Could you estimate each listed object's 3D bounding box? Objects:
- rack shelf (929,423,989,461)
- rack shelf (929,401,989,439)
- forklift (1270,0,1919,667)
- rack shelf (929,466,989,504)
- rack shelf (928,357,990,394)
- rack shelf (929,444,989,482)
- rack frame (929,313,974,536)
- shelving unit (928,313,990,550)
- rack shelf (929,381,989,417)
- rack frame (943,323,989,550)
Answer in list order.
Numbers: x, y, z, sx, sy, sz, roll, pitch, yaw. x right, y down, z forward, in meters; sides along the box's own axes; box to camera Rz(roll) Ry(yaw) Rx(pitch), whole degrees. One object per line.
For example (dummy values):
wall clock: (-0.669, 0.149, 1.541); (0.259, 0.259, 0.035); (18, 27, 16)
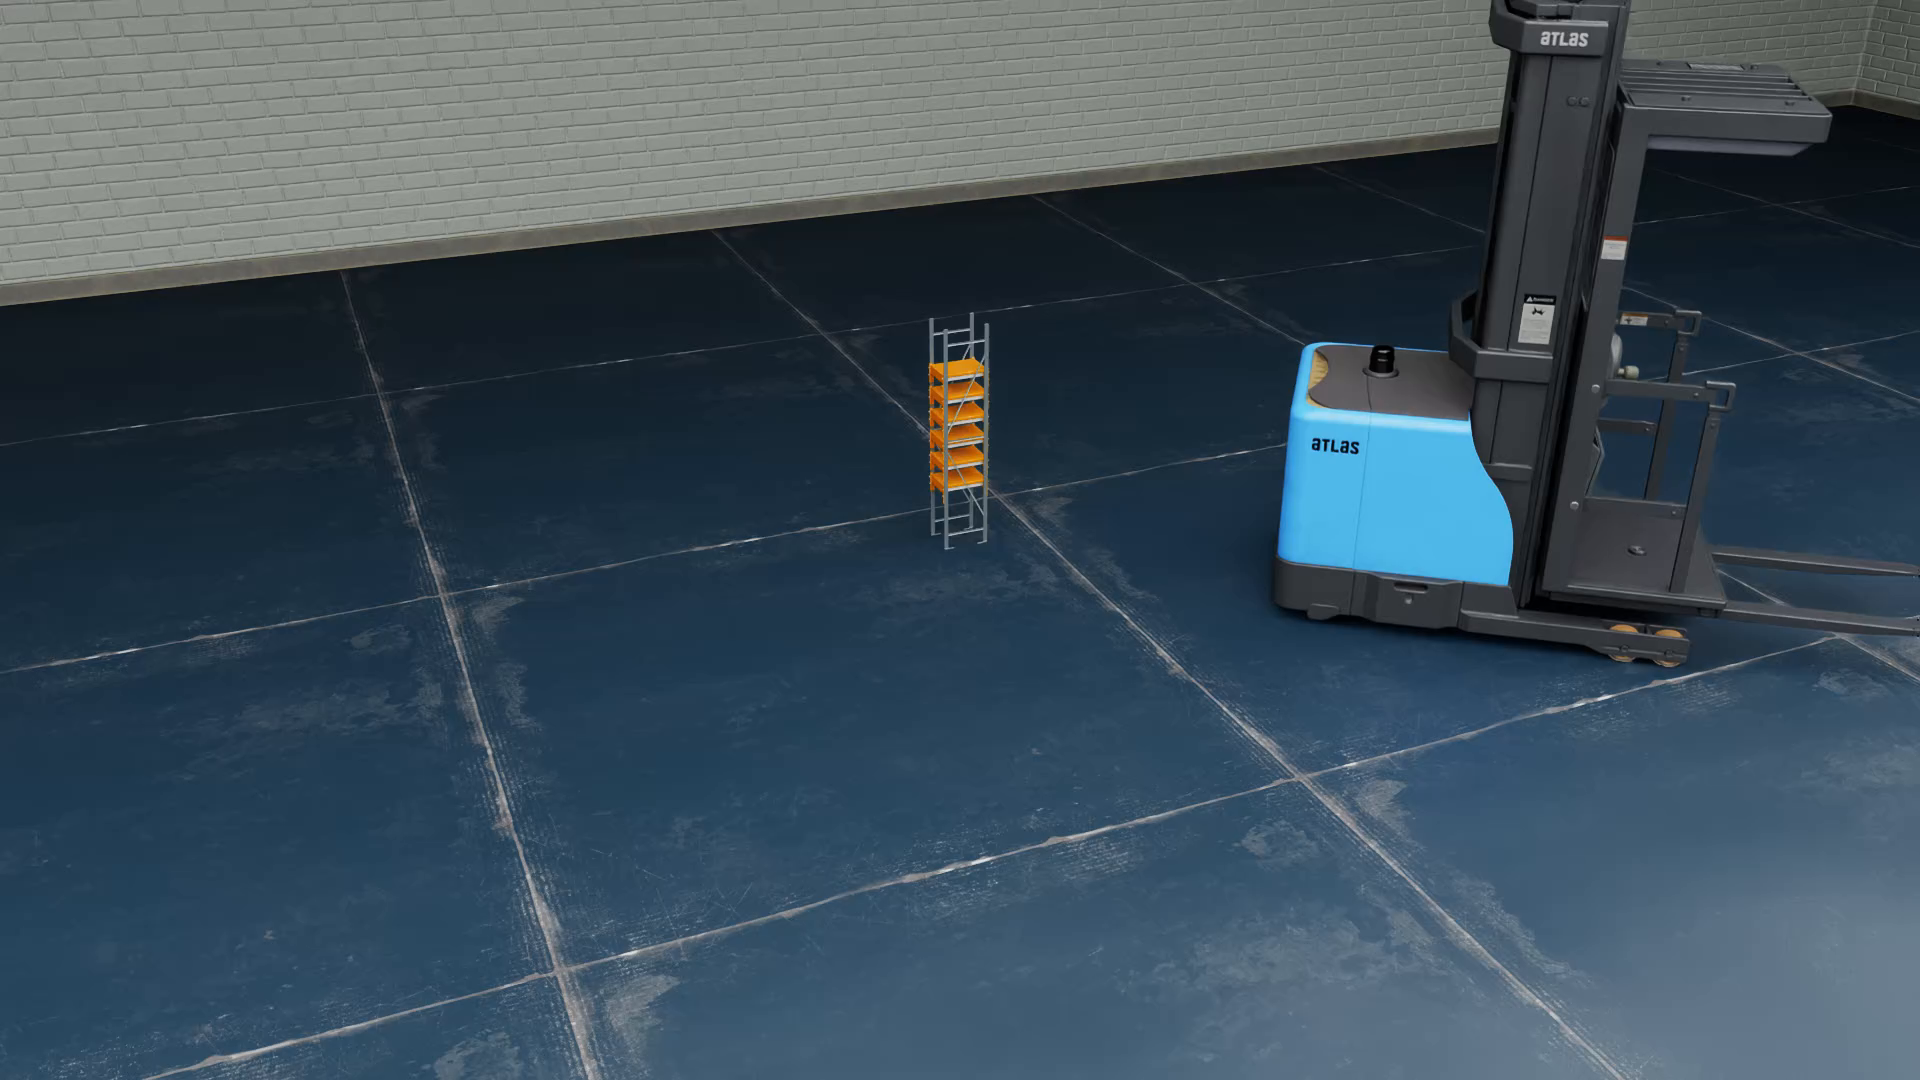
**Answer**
rack shelf: (-0.006, -0.505, 8.518); (0.258, 0.103, 0.180); (-11, 28, -21)
rack shelf: (-0.006, -0.613, 8.466); (0.258, 0.103, 0.180); (-11, 28, -21)
forklift: (3.070, -0.998, 7.453); (3.031, 2.935, 1.130); (6, 27, 13)
rack shelf: (-0.006, -0.289, 8.624); (0.258, 0.103, 0.180); (-11, 28, -21)
rack shelf: (-0.006, -0.829, 8.360); (0.258, 0.103, 0.180); (-11, 28, -21)
rack shelf: (-0.006, -0.397, 8.571); (0.258, 0.103, 0.180); (-11, 28, -21)
rack frame: (-0.042, -0.582, 8.574); (0.240, 1.200, 0.006); (-11, 28, -21)
shelving unit: (-0.006, -0.545, 8.499); (0.258, 1.200, 0.189); (-11, 28, -21)
rack shelf: (-0.006, -0.721, 8.413); (0.258, 0.103, 0.180); (-11, 28, -21)
rack frame: (0.030, -0.508, 8.423); (0.240, 1.200, 0.006); (-11, 28, -21)
